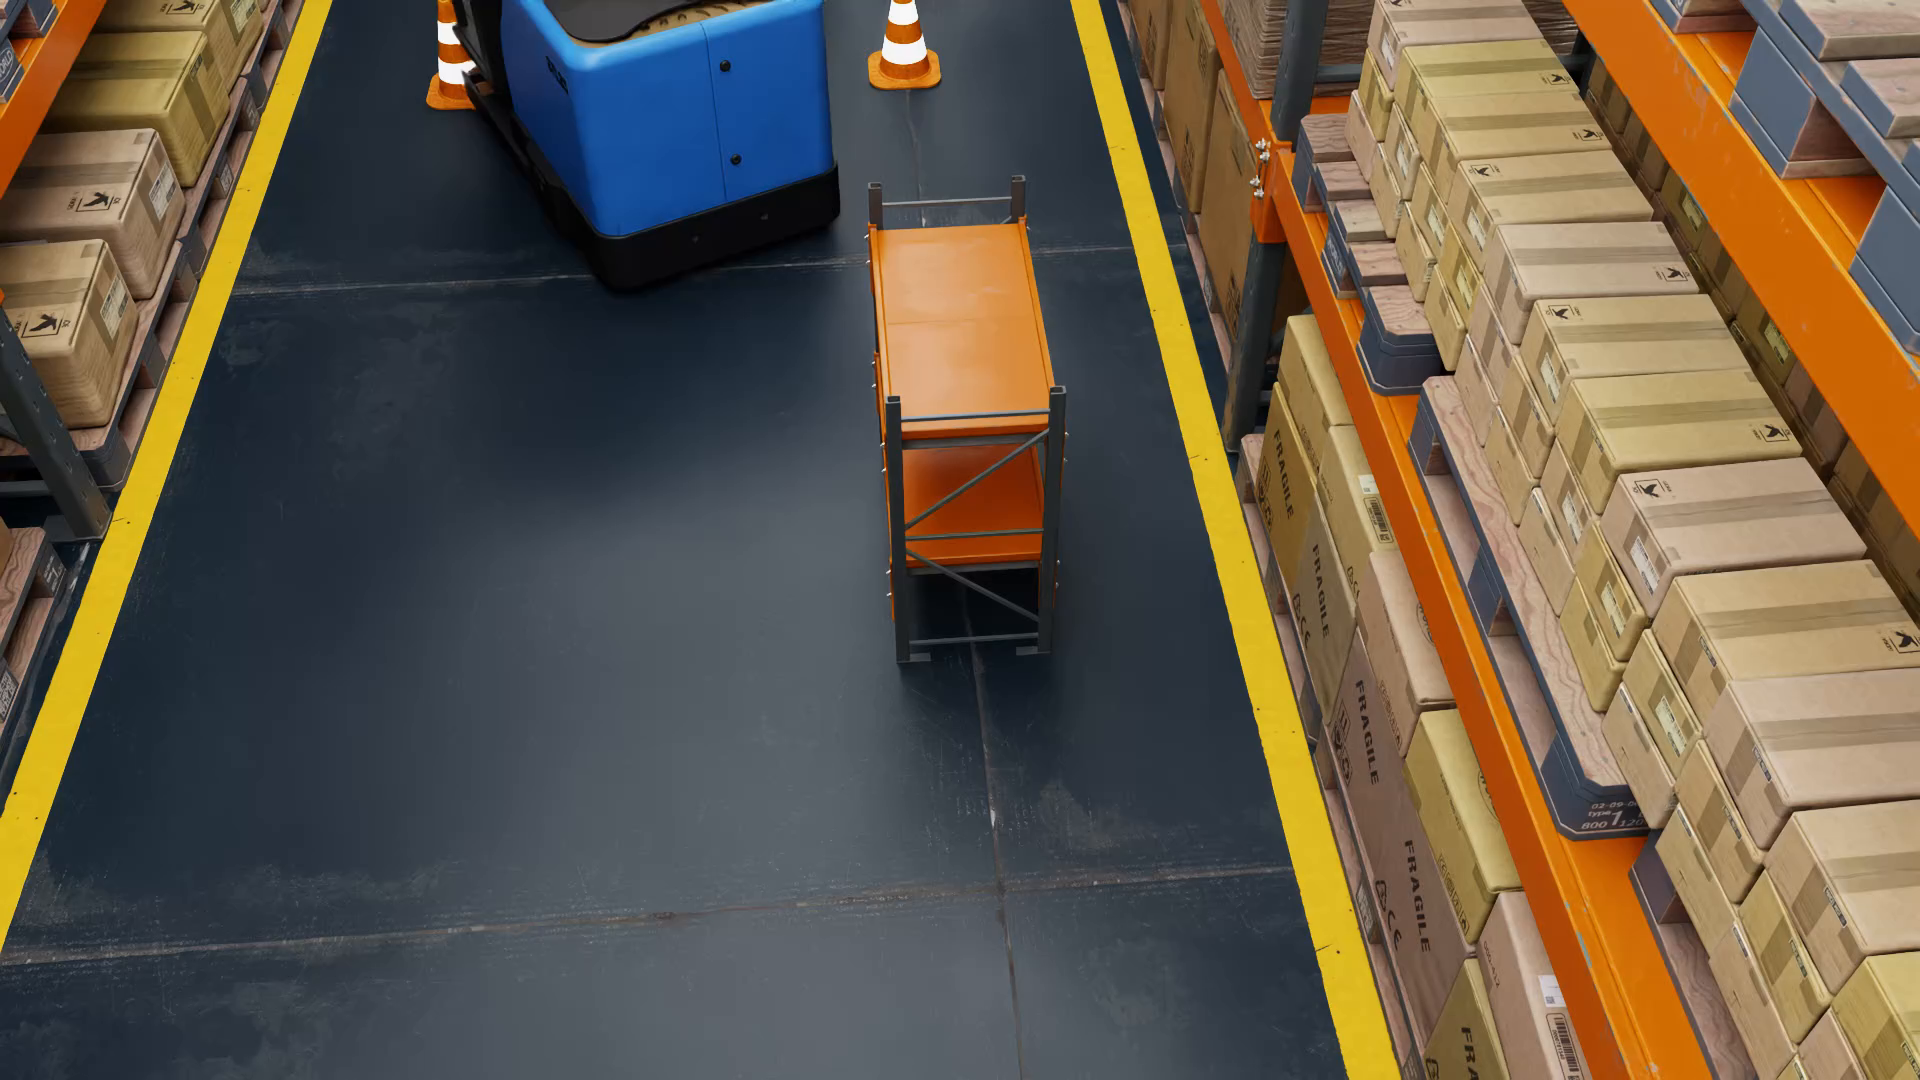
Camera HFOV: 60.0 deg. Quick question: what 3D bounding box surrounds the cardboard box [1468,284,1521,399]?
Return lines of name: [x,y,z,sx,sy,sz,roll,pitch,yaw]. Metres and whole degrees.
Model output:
cardboard box: [1.396,-0.463,3.801,0.380,0.149,0.250,-3,47,-3]

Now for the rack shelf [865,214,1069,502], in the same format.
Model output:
rack shelf: [0.001,-0.583,5.124,0.538,0.278,1.000,-3,47,-3]

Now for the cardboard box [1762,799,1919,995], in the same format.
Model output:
cardboard box: [1.527,0.555,2.632,0.380,0.149,0.250,-5,47,-5]

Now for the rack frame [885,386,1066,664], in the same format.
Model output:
rack frame: [0.043,-0.014,4.989,0.500,1.125,0.032,-3,47,-3]

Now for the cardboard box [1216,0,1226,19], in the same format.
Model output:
cardboard box: [1.118,-2.121,5.624,0.500,0.500,0.500,-3,47,-3]

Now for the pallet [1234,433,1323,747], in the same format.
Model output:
pallet: [1.528,0.108,5.502,1.003,0.211,1.213,-3,47,-3]

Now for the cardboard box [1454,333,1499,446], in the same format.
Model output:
cardboard box: [1.394,-0.361,3.910,0.380,0.149,0.250,-2,47,-2]

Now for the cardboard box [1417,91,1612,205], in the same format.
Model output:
cardboard box: [1.351,-0.961,4.068,0.380,0.149,0.250,-4,47,-4]

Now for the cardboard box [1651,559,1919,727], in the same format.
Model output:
cardboard box: [1.488,0.187,2.981,0.380,0.149,0.250,-5,47,-5]

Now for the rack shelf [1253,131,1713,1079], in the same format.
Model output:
rack shelf: [1.631,0.278,3.916,1.077,0.370,4.000,-3,47,-3]

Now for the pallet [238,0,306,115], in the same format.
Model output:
pallet: [-3.729,-2.414,7.891,1.003,0.211,1.213,-3,47,-3]

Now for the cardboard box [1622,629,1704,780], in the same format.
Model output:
cardboard box: [1.480,0.285,3.093,0.380,0.149,0.250,-6,47,-5]

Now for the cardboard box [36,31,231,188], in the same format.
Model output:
cardboard box: [-3.626,-1.775,6.886,0.950,0.372,0.625,-2,47,-2]

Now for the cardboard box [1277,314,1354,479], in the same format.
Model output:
cardboard box: [1.280,-0.445,5.022,0.500,0.250,0.500,-5,47,-5]

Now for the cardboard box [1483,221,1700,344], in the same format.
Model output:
cardboard box: [1.397,-0.573,3.701,0.380,0.149,0.250,-2,47,-1]

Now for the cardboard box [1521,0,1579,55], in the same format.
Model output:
cardboard box: [1.695,-1.792,5.312,0.500,0.500,0.500,-3,47,-3]

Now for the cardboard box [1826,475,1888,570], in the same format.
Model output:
cardboard box: [2.091,-0.020,3.587,0.380,0.149,0.250,-5,47,-5]

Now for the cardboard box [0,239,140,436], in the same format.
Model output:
cardboard box: [-3.498,-0.693,5.861,0.950,0.372,0.625,-6,47,-6]

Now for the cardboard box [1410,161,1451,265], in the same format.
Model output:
cardboard box: [1.354,-0.826,4.145,0.380,0.149,0.250,-5,47,-5]

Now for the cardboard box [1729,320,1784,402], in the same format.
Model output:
cardboard box: [2.045,-0.404,3.951,0.380,0.149,0.250,-5,47,-5]

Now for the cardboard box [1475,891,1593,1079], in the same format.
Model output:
cardboard box: [1.454,1.039,3.616,0.500,0.250,0.500,-1,47,-1]

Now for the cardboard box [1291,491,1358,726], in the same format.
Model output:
cardboard box: [1.314,0.190,4.937,0.500,0.500,0.500,-3,47,-3]

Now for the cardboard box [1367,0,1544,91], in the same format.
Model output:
cardboard box: [1.310,-1.330,4.417,0.380,0.149,0.250,-3,47,-3]

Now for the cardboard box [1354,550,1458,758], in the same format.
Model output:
cardboard box: [1.351,0.280,4.334,0.500,0.250,0.500,-3,47,-3]

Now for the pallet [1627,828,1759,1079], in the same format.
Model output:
pallet: [1.880,0.982,2.886,1.003,0.211,1.213,-3,47,-3]

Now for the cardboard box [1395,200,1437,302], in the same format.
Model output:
cardboard box: [1.345,-0.749,4.277,0.380,0.149,0.250,-1,47,-1]

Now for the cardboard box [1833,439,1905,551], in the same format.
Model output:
cardboard box: [2.091,-0.127,3.483,0.380,0.149,0.250,-4,47,-4]

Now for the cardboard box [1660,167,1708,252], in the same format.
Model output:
cardboard box: [2.007,-0.864,4.181,0.380,0.149,0.250,-2,47,-2]

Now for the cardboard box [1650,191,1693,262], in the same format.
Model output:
cardboard box: [2.004,-0.779,4.306,0.380,0.149,0.250,-3,47,-3]

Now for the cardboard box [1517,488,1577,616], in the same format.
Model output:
cardboard box: [1.433,0.009,3.559,0.380,0.149,0.250,-5,47,-5]

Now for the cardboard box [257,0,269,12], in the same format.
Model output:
cardboard box: [-3.749,-2.798,7.854,0.950,0.372,0.625,-3,47,-3]

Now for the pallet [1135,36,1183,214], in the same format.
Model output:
pallet: [1.374,-1.913,7.416,1.003,0.211,1.213,-3,47,-3]

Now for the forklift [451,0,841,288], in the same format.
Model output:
forklift: [-1.662,-3.075,6.643,1.130,2.935,3.031,-22,50,-20]

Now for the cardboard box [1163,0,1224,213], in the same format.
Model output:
cardboard box: [1.426,-1.865,6.711,1.050,0.750,0.750,-3,47,-3]

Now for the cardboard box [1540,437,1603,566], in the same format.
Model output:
cardboard box: [1.440,-0.088,3.446,0.380,0.149,0.250,-2,47,-2]

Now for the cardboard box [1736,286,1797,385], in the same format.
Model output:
cardboard box: [2.046,-0.502,3.839,0.380,0.149,0.250,-4,47,-4]

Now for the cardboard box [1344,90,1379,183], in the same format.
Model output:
cardboard box: [1.300,-1.138,4.646,0.380,0.149,0.250,-4,47,-4]

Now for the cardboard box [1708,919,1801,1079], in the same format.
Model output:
cardboard box: [1.527,0.776,2.833,0.380,0.149,0.250,-4,47,-3]

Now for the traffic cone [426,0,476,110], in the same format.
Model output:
traffic cone: [-2.296,-2.252,7.564,0.336,0.463,0.334,-3,47,-3]

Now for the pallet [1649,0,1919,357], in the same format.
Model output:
pallet: [1.763,-0.692,2.403,1.213,0.211,1.003,-3,47,-3]

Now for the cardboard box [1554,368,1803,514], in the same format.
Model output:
cardboard box: [1.438,-0.201,3.349,0.380,0.149,0.250,-4,47,-4]

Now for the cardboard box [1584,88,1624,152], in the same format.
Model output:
cardboard box: [1.963,-1.145,4.653,0.380,0.149,0.250,-3,47,-3]

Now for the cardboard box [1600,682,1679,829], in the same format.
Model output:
cardboard box: [1.477,0.394,3.195,0.380,0.149,0.250,-5,47,-5]

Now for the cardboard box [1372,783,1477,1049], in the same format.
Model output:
cardboard box: [1.404,0.930,4.236,0.500,0.500,0.500,-4,47,-4]

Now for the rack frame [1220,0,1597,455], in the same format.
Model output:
rack frame: [1.464,-1.416,5.025,1.000,3.000,0.127,-3,47,-3]

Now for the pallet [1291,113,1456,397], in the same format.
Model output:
pallet: [1.629,-0.841,4.613,1.213,0.211,1.003,-3,47,-3]

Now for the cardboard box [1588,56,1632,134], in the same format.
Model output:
cardboard box: [1.959,-1.247,4.544,0.380,0.149,0.250,-3,47,-2]

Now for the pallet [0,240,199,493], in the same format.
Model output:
pallet: [-3.524,-0.649,6.219,1.003,0.211,1.213,-3,47,-3]

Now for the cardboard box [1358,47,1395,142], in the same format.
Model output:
cardboard box: [1.304,-1.215,4.513,0.380,0.149,0.250,-2,47,-2]

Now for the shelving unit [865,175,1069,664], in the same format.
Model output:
shelving unit: [0.001,-0.382,5.337,0.538,1.125,1.048,-3,47,-3]

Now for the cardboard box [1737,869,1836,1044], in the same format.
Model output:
cardboard box: [1.527,0.671,2.727,0.380,0.149,0.250,-2,47,-2]
